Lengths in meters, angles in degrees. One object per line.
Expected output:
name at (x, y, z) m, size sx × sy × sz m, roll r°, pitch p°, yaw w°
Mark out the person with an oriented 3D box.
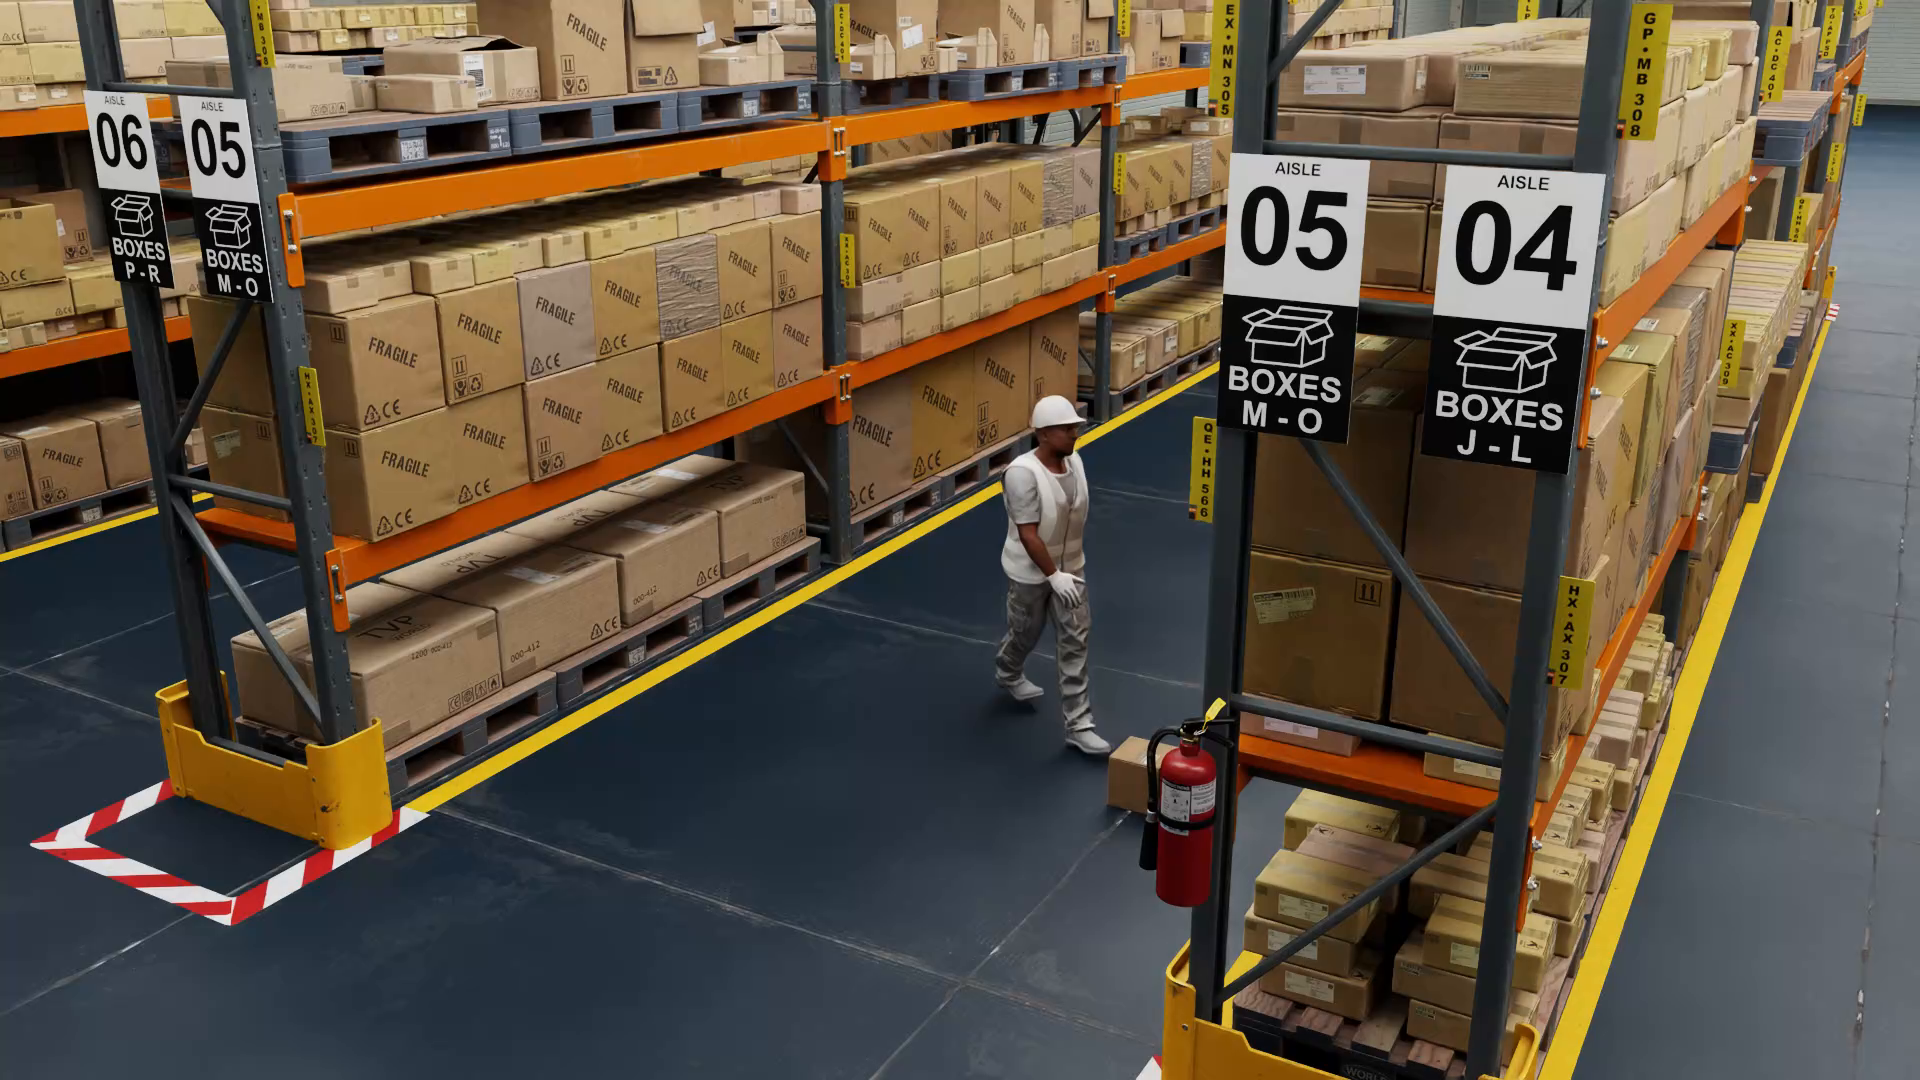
person at (0.428, 0.139, 8.171) m, size 0.532 × 1.741 × 0.974 m, roll -12°, pitch 22°, yaw -30°
